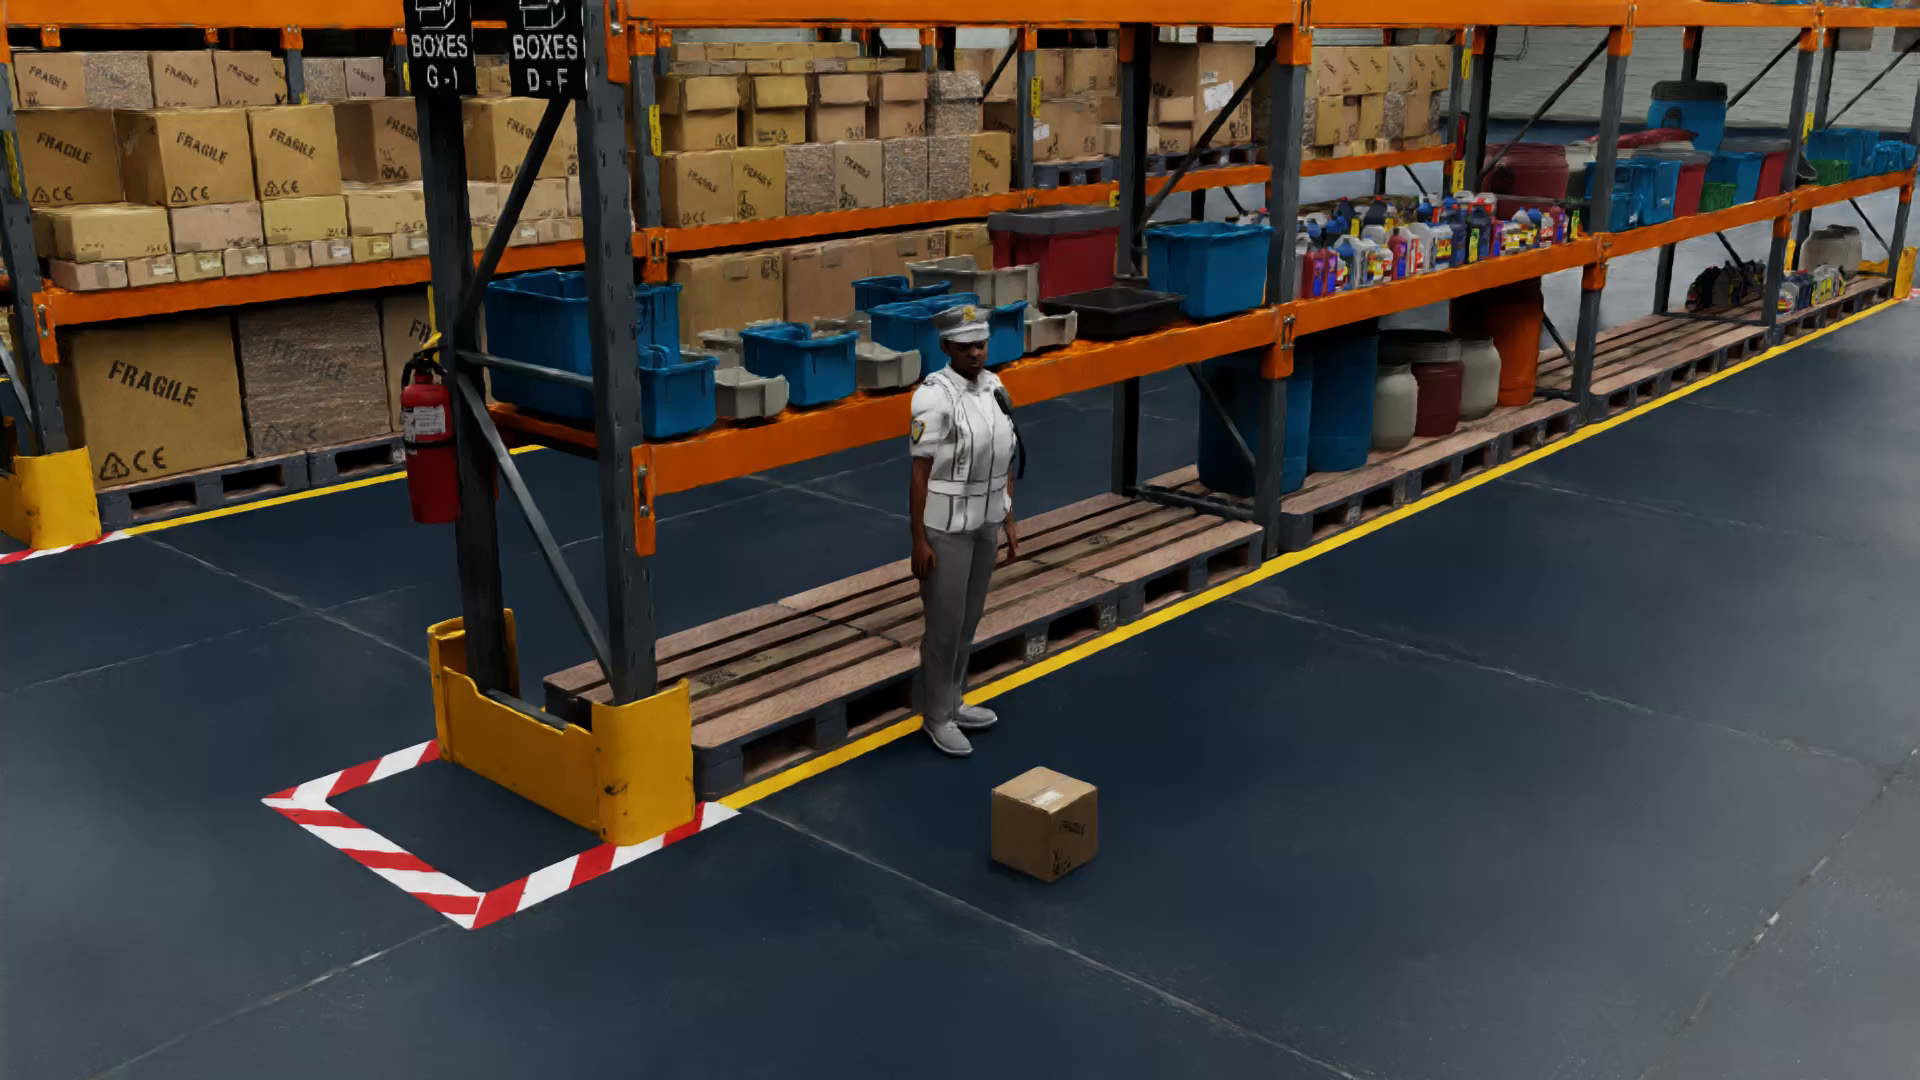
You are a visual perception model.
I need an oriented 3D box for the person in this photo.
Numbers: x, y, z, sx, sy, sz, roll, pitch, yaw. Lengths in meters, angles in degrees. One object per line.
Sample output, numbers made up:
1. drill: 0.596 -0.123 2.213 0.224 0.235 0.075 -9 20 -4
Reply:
1. person: 0.004 -0.043 6.164 0.392 1.681 0.482 14 22 38
